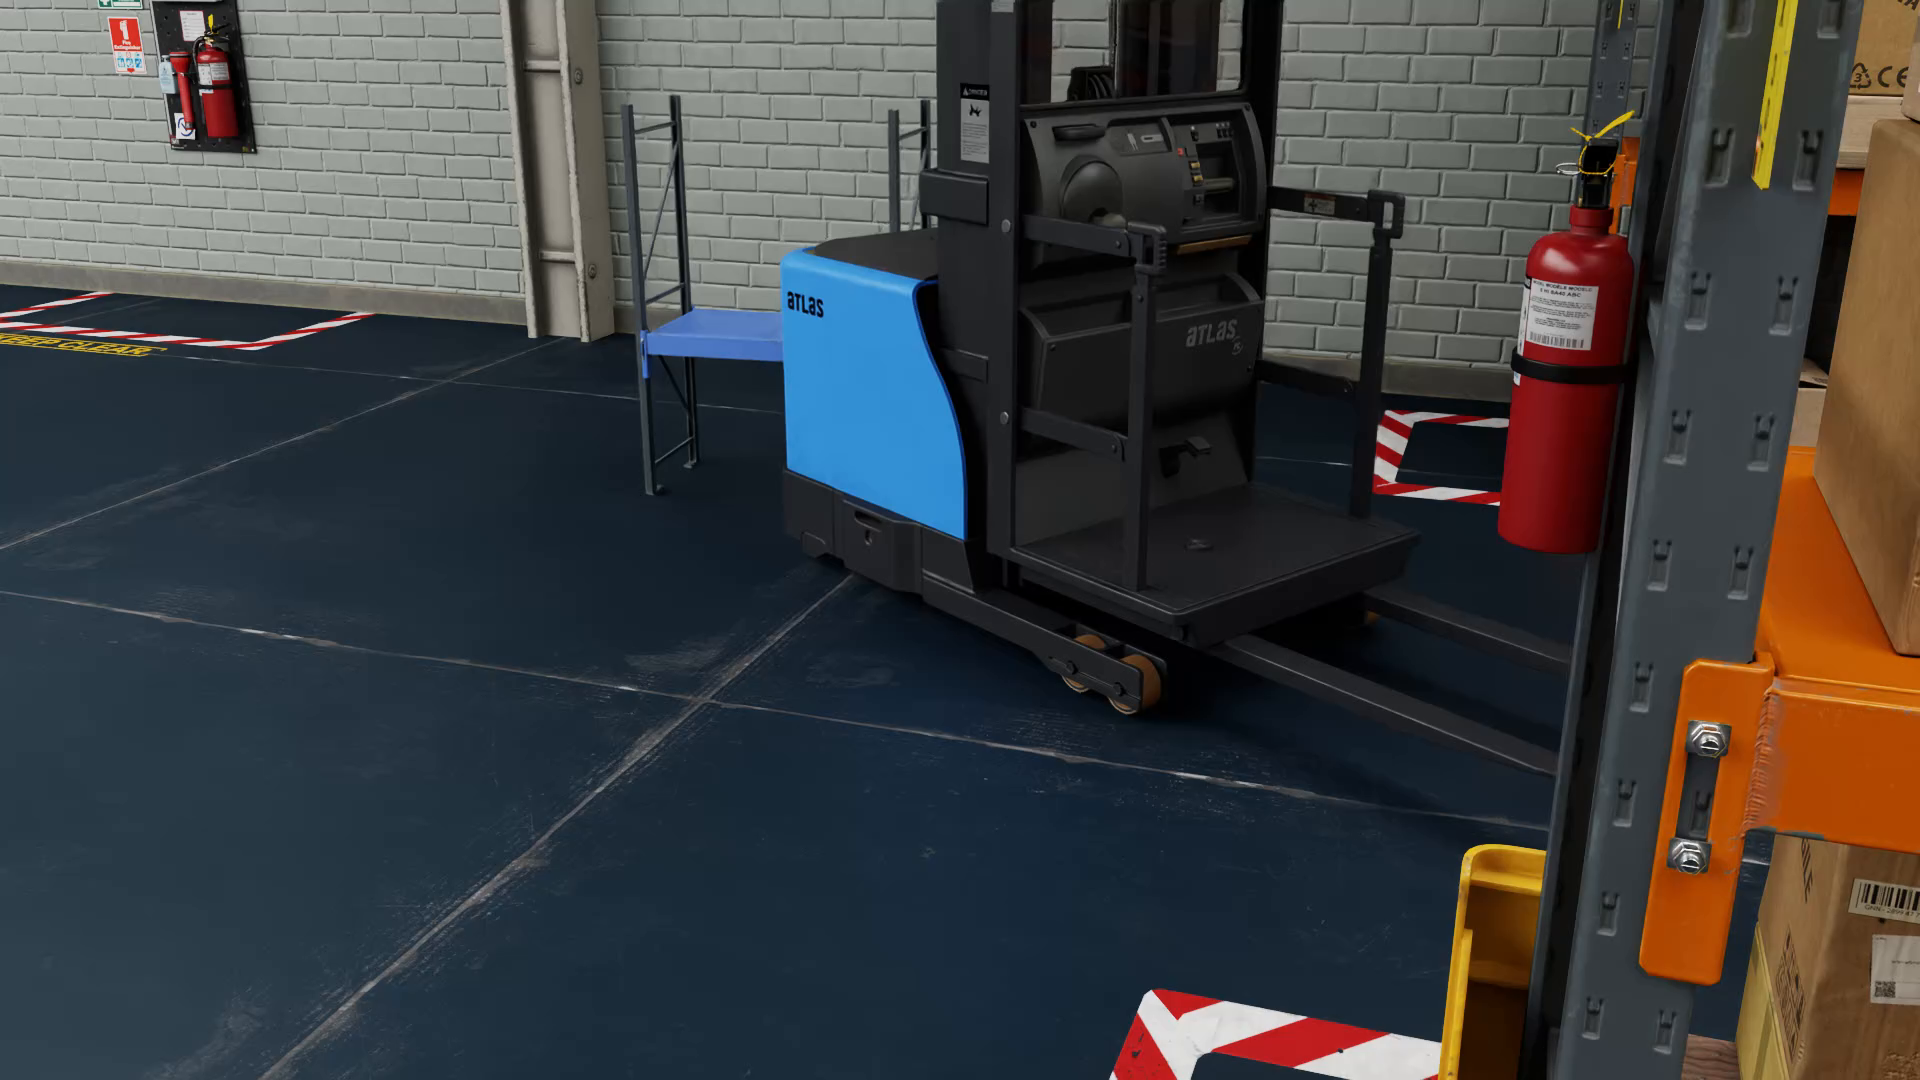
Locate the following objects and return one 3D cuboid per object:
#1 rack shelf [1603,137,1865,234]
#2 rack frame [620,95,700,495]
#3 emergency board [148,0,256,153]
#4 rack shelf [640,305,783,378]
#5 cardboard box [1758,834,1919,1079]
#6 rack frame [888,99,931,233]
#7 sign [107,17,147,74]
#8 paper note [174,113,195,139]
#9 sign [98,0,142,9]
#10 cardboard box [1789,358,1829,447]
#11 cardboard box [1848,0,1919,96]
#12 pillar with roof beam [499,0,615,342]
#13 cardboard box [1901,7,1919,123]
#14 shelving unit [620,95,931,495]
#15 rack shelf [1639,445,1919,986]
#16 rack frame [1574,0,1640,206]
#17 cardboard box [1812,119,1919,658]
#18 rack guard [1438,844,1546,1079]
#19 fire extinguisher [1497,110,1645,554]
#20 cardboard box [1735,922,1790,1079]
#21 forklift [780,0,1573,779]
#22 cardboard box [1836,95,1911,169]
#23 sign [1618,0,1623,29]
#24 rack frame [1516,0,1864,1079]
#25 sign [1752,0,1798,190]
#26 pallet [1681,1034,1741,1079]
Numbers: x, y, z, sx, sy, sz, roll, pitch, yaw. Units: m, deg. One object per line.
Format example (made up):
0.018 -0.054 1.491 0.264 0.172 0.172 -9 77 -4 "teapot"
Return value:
4.420 -1.185 6.013 4.000 0.370 1.077 7 20 18 "rack shelf"
-1.173 -0.965 6.567 0.032 1.500 0.500 4 20 13 "rack frame"
-4.514 -2.861 9.728 0.643 1.169 0.194 7 20 18 "emergency board"
-0.678 -0.757 6.516 1.000 0.185 0.538 4 20 13 "rack shelf"
1.513 0.511 2.454 0.500 0.500 0.500 7 20 18 "cardboard box"
-0.184 -0.888 6.346 0.032 1.500 0.500 4 20 13 "rack frame"
-5.002 -2.970 9.985 0.234 0.329 0.001 7 20 18 "sign"
-4.658 -2.486 9.989 0.142 0.148 0.016 7 20 18 "paper note"
-5.001 -3.217 9.889 0.331 0.109 0.001 7 20 18 "sign"
3.155 -0.577 6.590 0.500 0.311 0.500 4 20 12 "cardboard box"
3.347 -1.832 5.834 0.500 0.500 0.500 7 20 18 "cardboard box"
-3.605 -4.077 4.101 0.400 9.000 9.100 7 20 18 "pillar with roof beam"
1.332 -0.572 2.023 0.250 0.149 0.380 6 20 17 "cardboard box"
-0.678 -0.927 6.457 1.048 1.500 0.538 4 20 13 "shelving unit"
2.798 0.355 1.593 4.000 0.370 1.077 7 20 18 "rack shelf"
2.531 -1.741 6.514 0.127 3.000 1.000 7 20 18 "rack frame"
1.345 -0.193 1.922 0.500 0.500 0.700 7 20 18 "cardboard box"
0.886 0.977 2.513 0.348 0.500 1.175 7 20 18 "rack guard"
0.949 -0.321 2.558 0.183 0.674 0.296 7 20 18 "fire extinguisher"
1.512 0.866 2.575 0.500 0.250 0.500 7 20 18 "cardboard box"
0.694 -1.080 4.721 1.130 2.935 3.031 -15 24 -37 "forklift"
3.383 -1.477 5.953 0.500 0.250 0.500 6 20 16 "cardboard box"
2.353 -1.981 5.888 0.005 0.325 0.100 7 20 18 "sign"
0.910 -0.202 2.097 0.053 2.616 0.949 7 20 18 "rack frame"
0.721 -0.475 1.446 0.005 0.325 0.100 7 20 18 "sign"
1.645 1.186 2.354 1.213 0.211 1.003 7 20 18 "pallet"
